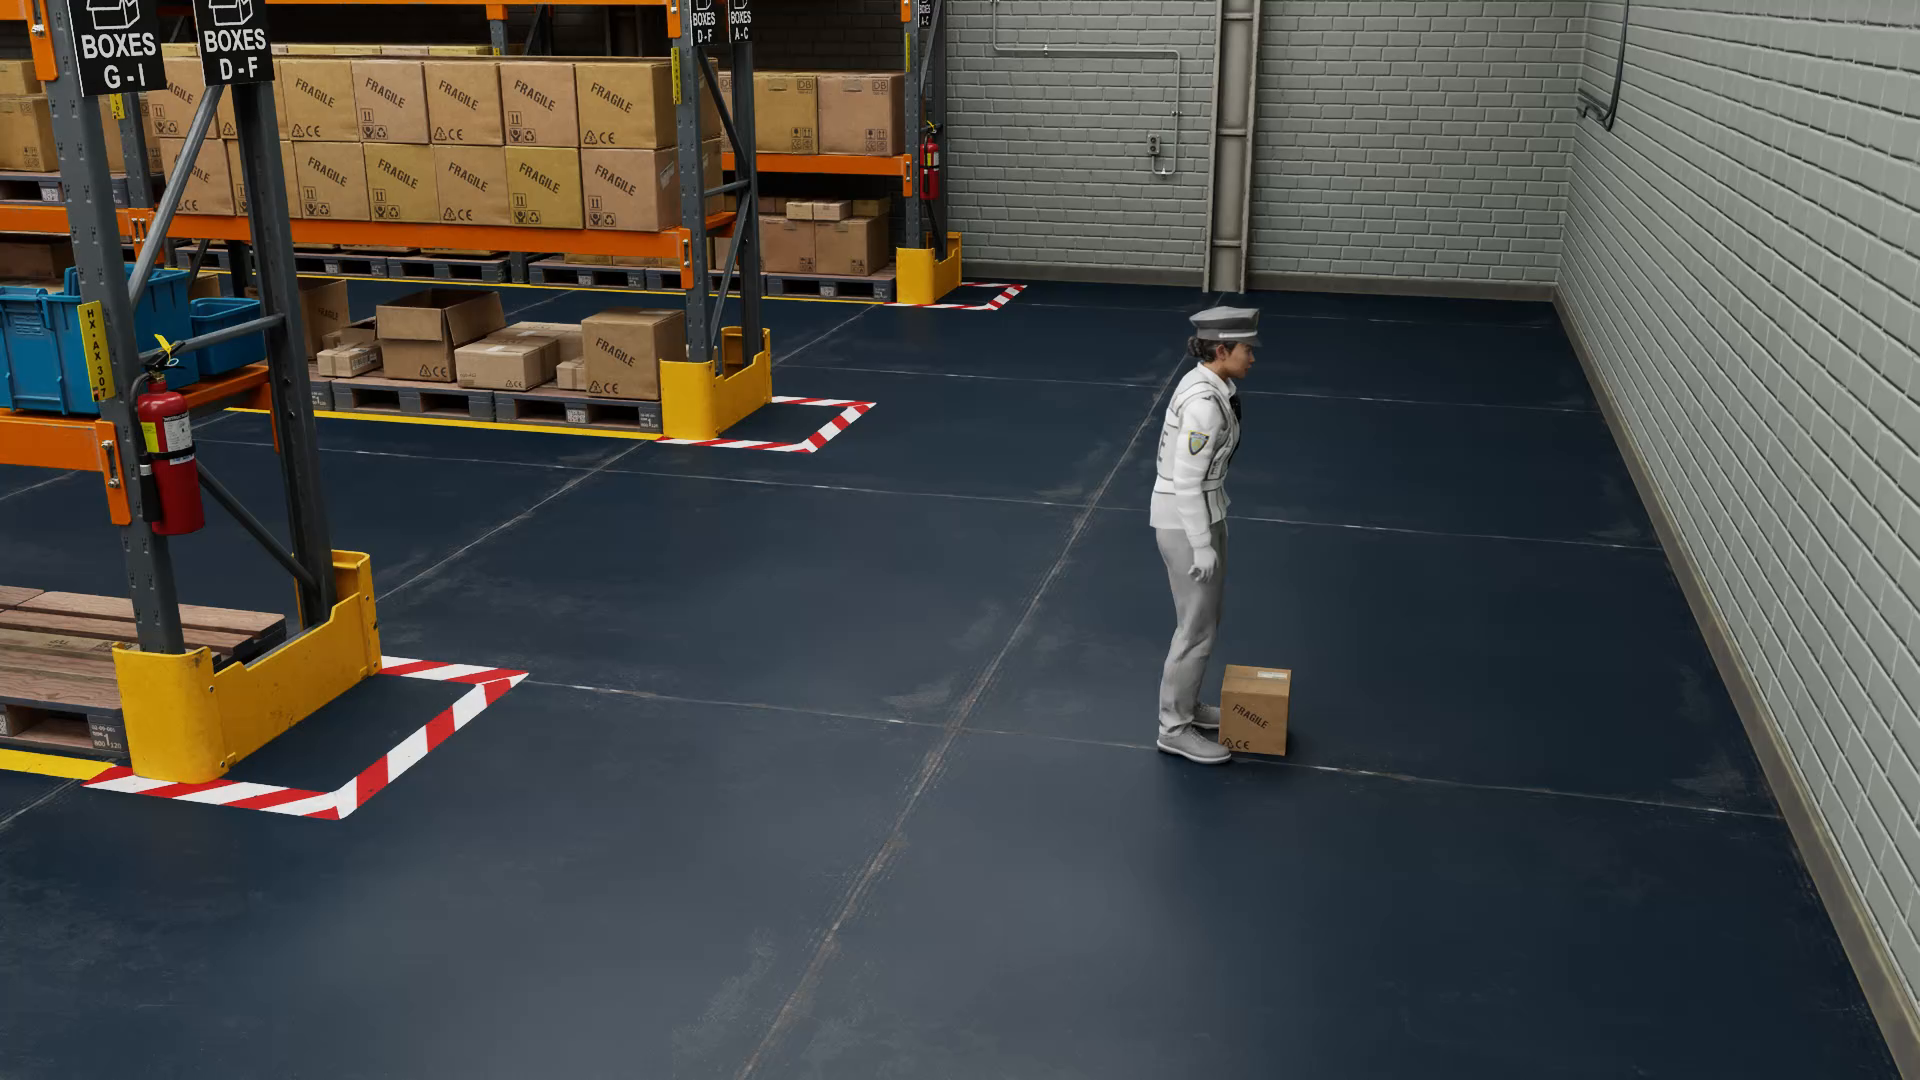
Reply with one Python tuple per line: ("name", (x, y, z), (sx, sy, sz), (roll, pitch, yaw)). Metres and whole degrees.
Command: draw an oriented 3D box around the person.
("person", (0.891, -0.038, 6.165), (0.371, 1.663, 0.530), (5, 19, 14))
